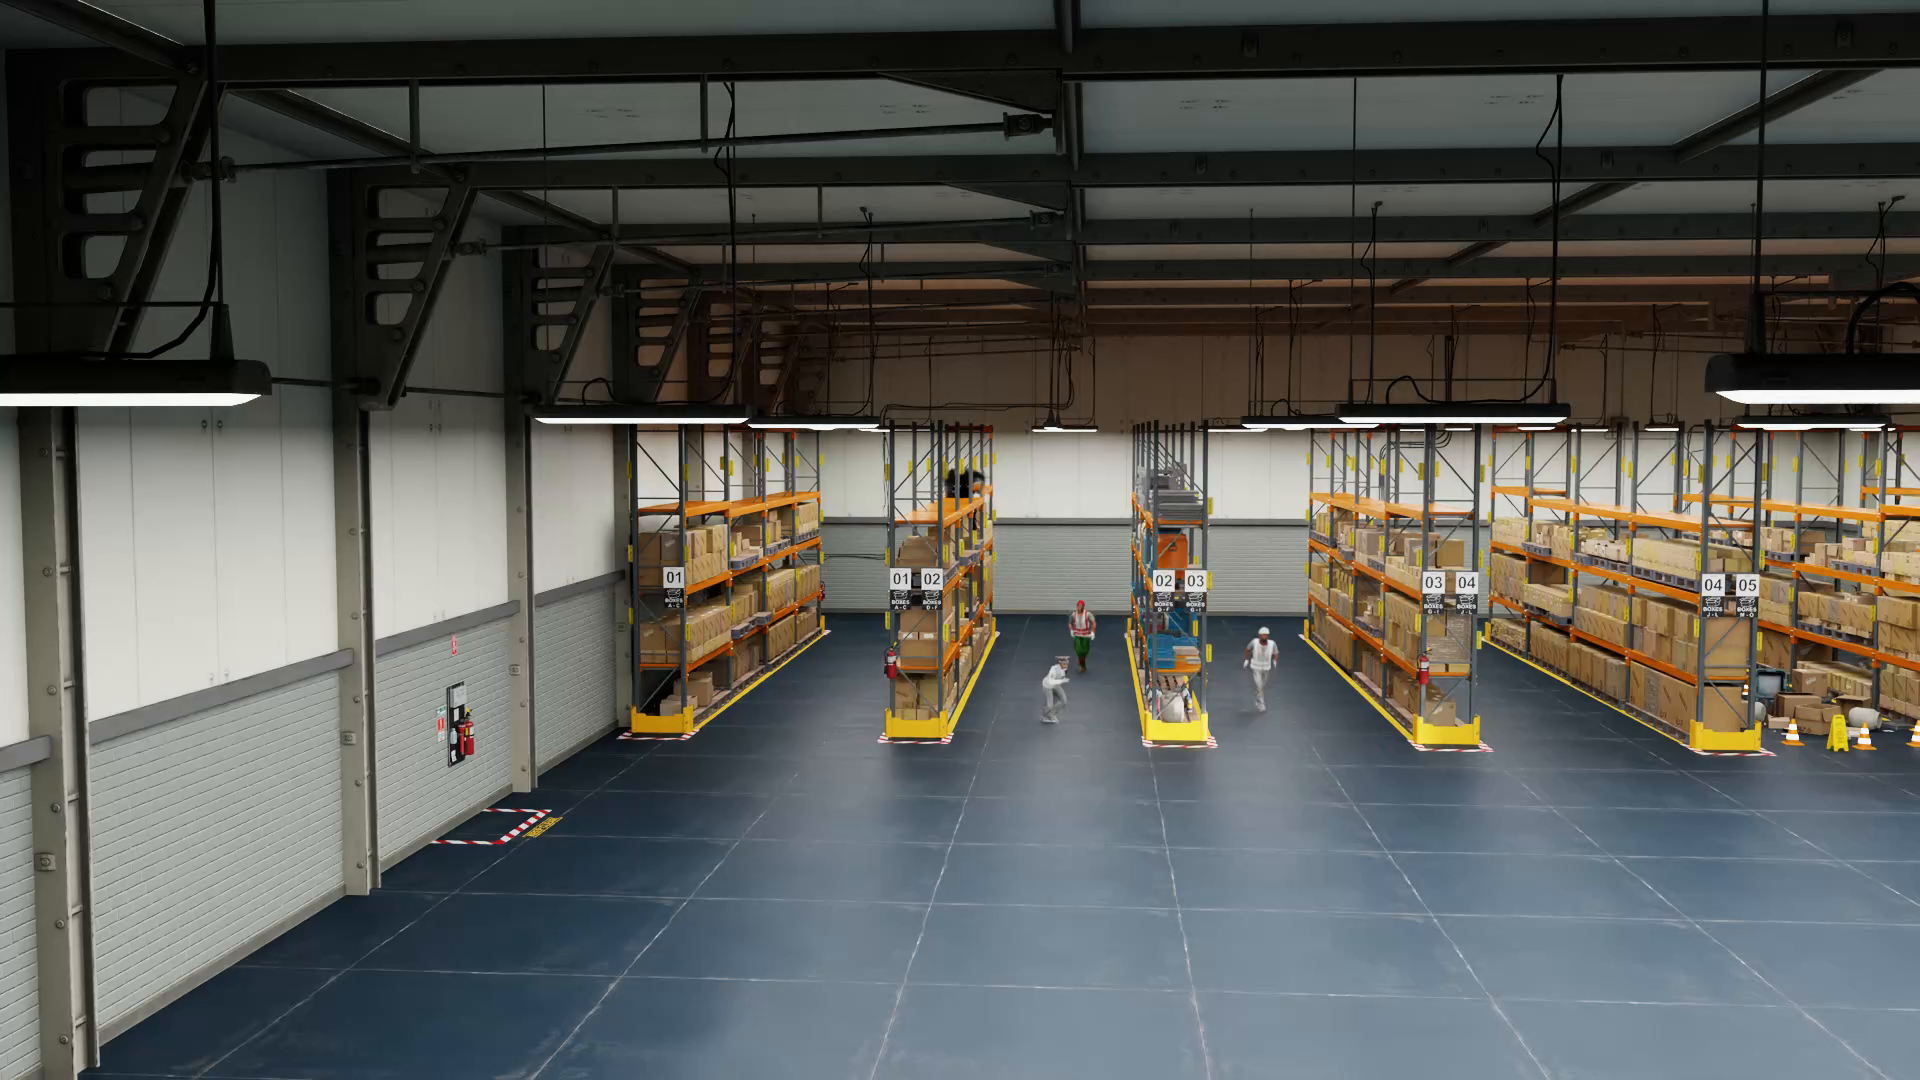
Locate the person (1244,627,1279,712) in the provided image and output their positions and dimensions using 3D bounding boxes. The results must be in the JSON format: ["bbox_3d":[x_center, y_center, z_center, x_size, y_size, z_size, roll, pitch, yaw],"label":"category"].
[{"bbox_3d":[6.194,2.640,34.196,0.685,1.728,1.061,0,4,-7],"label":"person"}]

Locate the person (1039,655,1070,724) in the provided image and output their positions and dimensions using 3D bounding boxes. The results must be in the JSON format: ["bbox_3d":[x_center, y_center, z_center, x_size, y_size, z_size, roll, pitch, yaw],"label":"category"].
[{"bbox_3d":[1.870,2.948,32.790,0.608,1.420,0.949,-3,5,-42],"label":"person"}]

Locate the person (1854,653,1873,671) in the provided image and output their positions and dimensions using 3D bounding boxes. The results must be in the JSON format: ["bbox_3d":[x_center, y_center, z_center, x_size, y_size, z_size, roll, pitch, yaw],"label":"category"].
[{"bbox_3d":[21.010,2.501,38.646,0.730,1.571,0.910,-1,4,-14],"label":"person"}]

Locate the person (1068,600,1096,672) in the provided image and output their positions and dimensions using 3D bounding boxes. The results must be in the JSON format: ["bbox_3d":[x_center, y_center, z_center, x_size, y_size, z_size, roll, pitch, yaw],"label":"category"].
[{"bbox_3d":[2.944,2.310,40.207,0.672,1.739,0.608,0,4,6],"label":"person"}]
